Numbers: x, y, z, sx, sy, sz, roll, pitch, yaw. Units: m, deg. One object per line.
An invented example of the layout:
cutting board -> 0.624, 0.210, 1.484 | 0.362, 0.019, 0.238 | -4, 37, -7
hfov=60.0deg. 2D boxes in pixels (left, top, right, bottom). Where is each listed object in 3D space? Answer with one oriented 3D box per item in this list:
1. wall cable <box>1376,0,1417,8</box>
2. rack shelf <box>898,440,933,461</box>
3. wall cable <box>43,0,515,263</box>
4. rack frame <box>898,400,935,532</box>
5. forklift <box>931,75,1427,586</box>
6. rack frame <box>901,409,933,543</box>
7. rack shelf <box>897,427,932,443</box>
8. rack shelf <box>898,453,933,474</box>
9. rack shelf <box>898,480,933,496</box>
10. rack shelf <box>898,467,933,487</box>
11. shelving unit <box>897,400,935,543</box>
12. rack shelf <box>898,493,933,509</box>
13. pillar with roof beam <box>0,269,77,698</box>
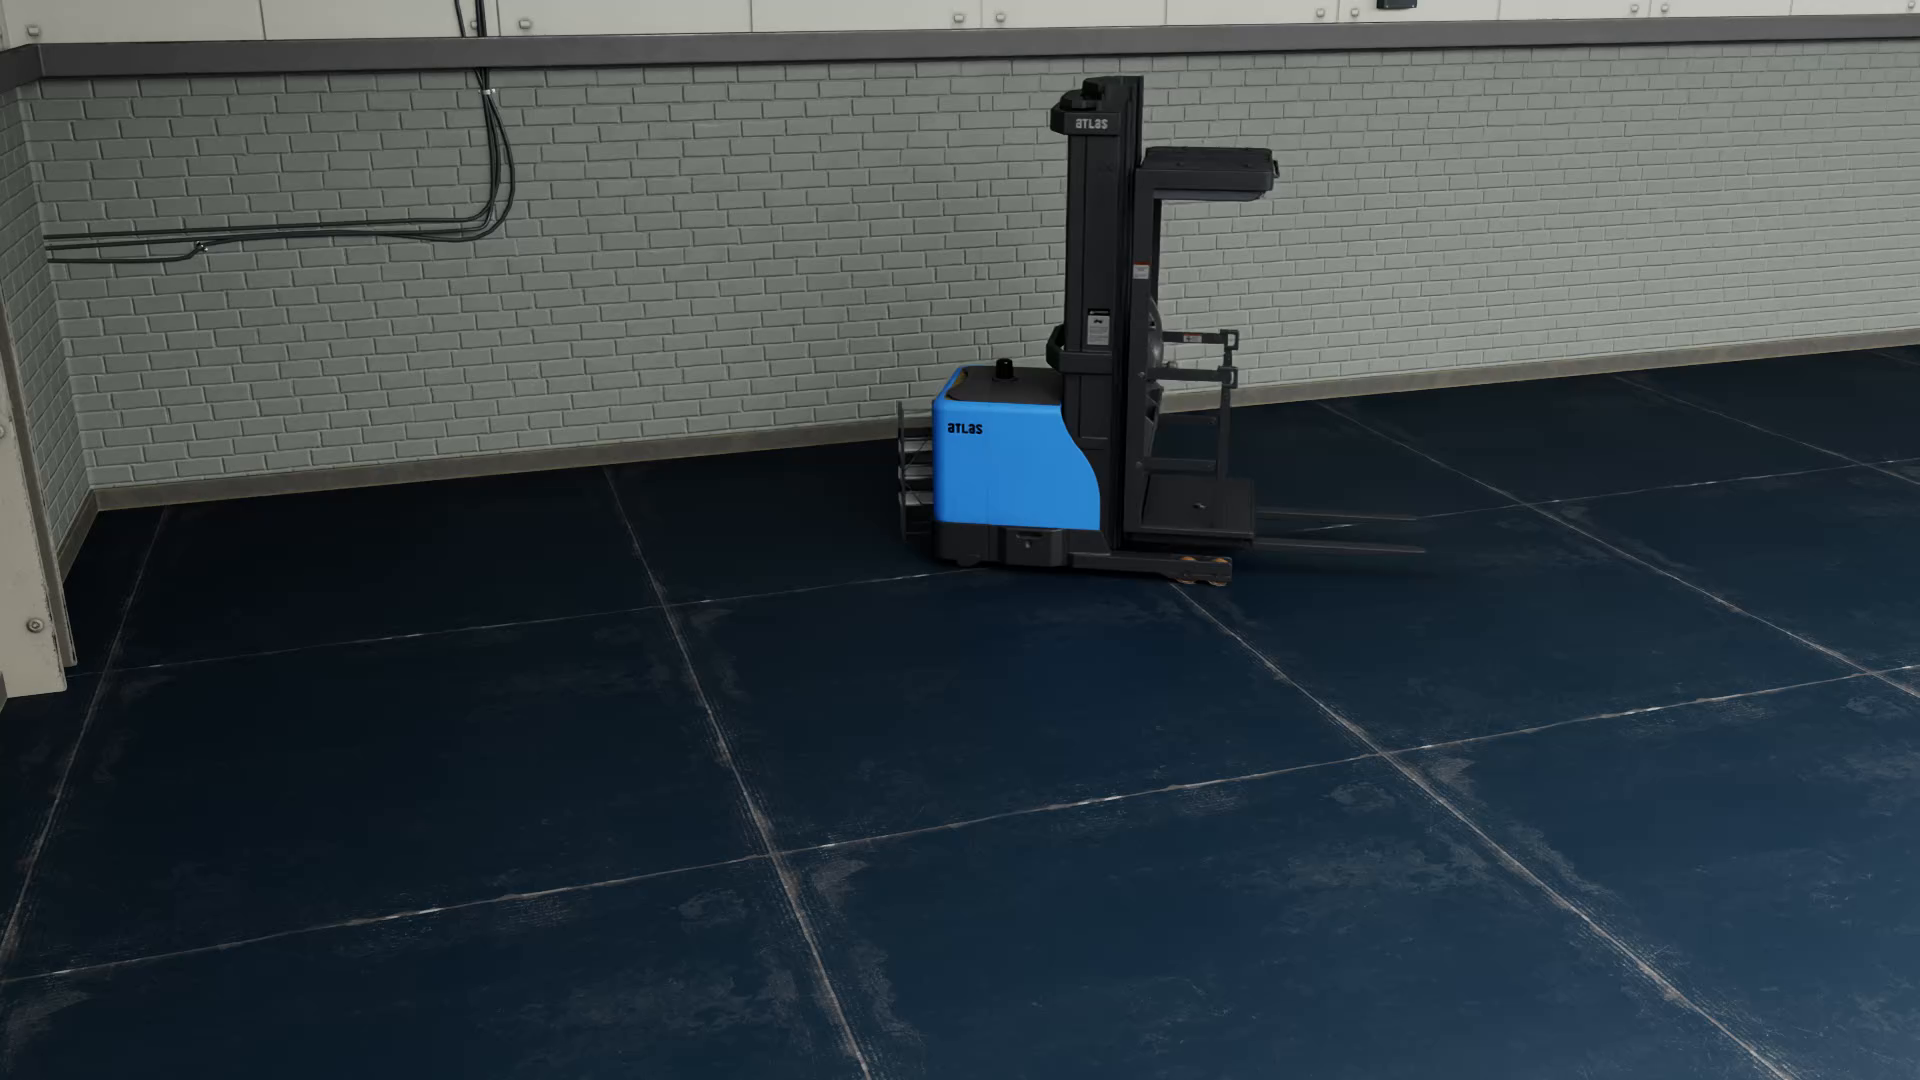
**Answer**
wall cable -> 4.448, -7.182, 12.570 | 2.305, 6.003, 0.169 | -6, 21, -17
rack shelf -> -0.268, -0.585, 10.780 | 0.258, 0.077, 0.200 | -2, 20, -7
wall cable -> -4.569, -3.117, 10.876 | 3.097, 2.526, 0.112 | -6, 21, -17
rack frame -> -0.281, -0.481, 10.925 | 0.240, 0.900, 0.006 | -2, 20, -7
forklift -> 1.381, -1.291, 10.175 | 3.031, 2.935, 1.130 | 3, 20, 9
rack frame -> -0.256, -0.413, 10.735 | 0.240, 0.900, 0.006 | -2, 20, -7
rack shelf -> -0.268, -0.670, 10.750 | 0.258, 0.077, 0.200 | -2, 20, -7
rack shelf -> -0.268, -0.500, 10.811 | 0.258, 0.077, 0.200 | -2, 20, -7
rack shelf -> -0.268, -0.331, 10.871 | 0.258, 0.077, 0.200 | -2, 20, -7
rack shelf -> -0.268, -0.416, 10.841 | 0.258, 0.077, 0.200 | -2, 20, -7
shelving unit -> -0.268, -0.447, 10.830 | 0.258, 0.900, 0.210 | -2, 20, -7
rack shelf -> -0.268, -0.246, 10.902 | 0.258, 0.077, 0.200 | -2, 20, -7
pillar with roof beam -> -0.811, -3.950, 8.601 | 9.100, 9.000, 0.400 | -6, 21, -17
